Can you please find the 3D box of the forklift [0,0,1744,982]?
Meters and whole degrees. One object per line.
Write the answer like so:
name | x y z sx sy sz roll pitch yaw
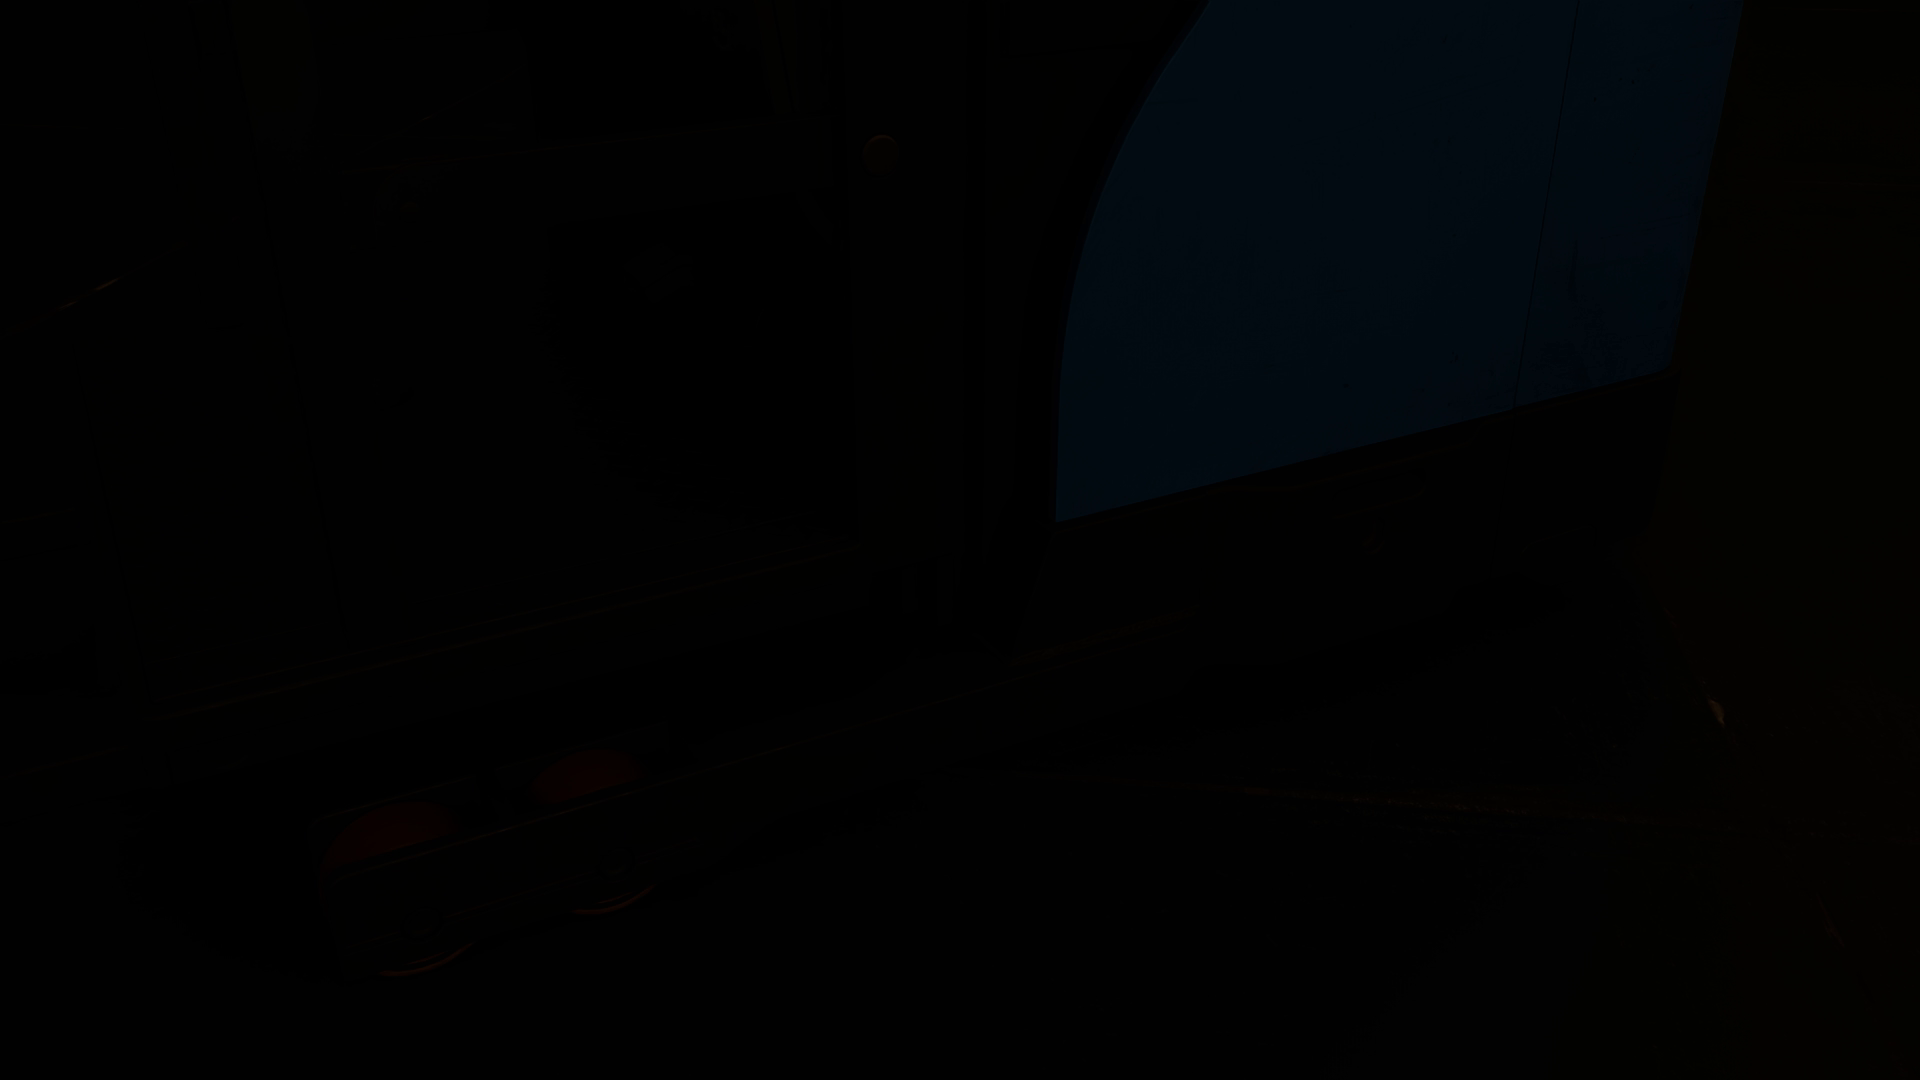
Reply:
forklift | -0.539 -1.153 1.527 3.031 2.935 1.130 -14 30 -26
